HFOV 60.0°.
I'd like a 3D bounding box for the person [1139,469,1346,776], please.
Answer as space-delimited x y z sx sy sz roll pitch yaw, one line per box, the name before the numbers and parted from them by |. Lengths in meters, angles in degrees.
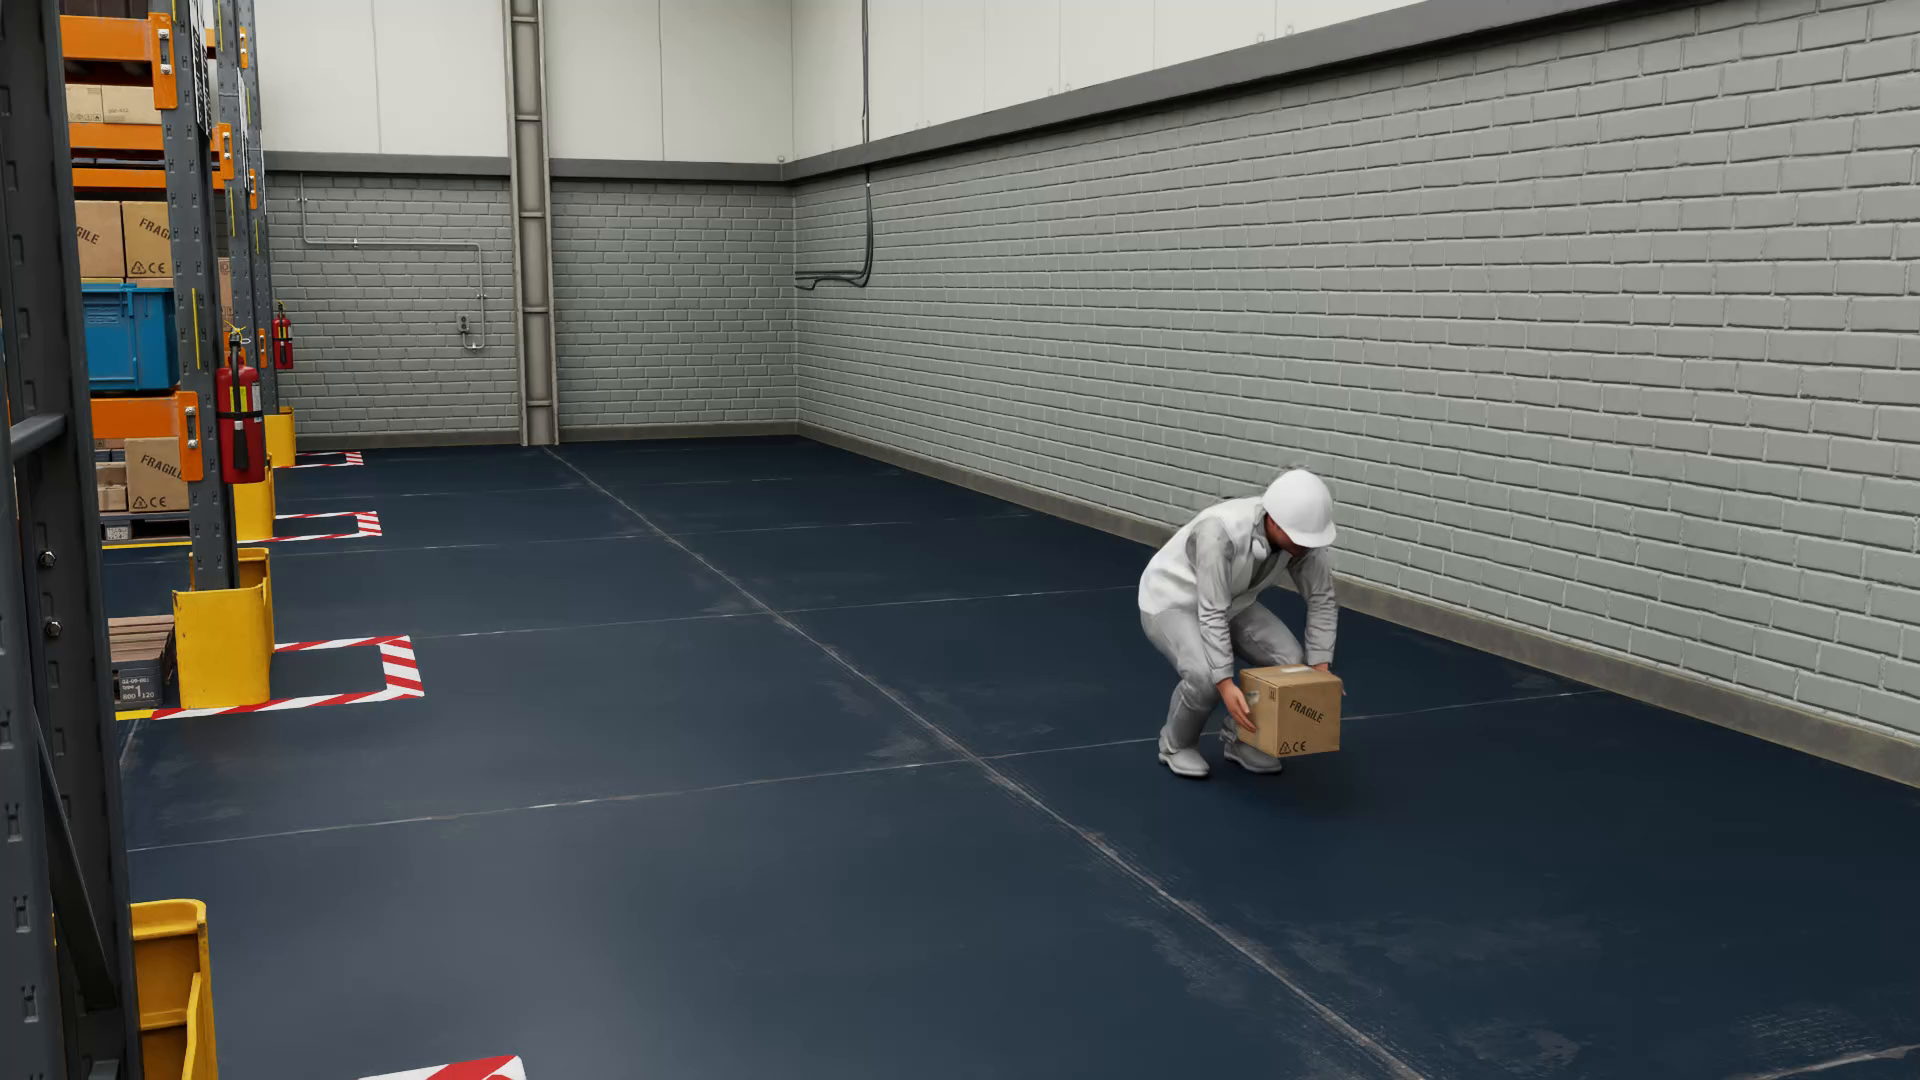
person | 0.998 0.286 5.984 0.512 1.147 0.861 -3 9 -21
